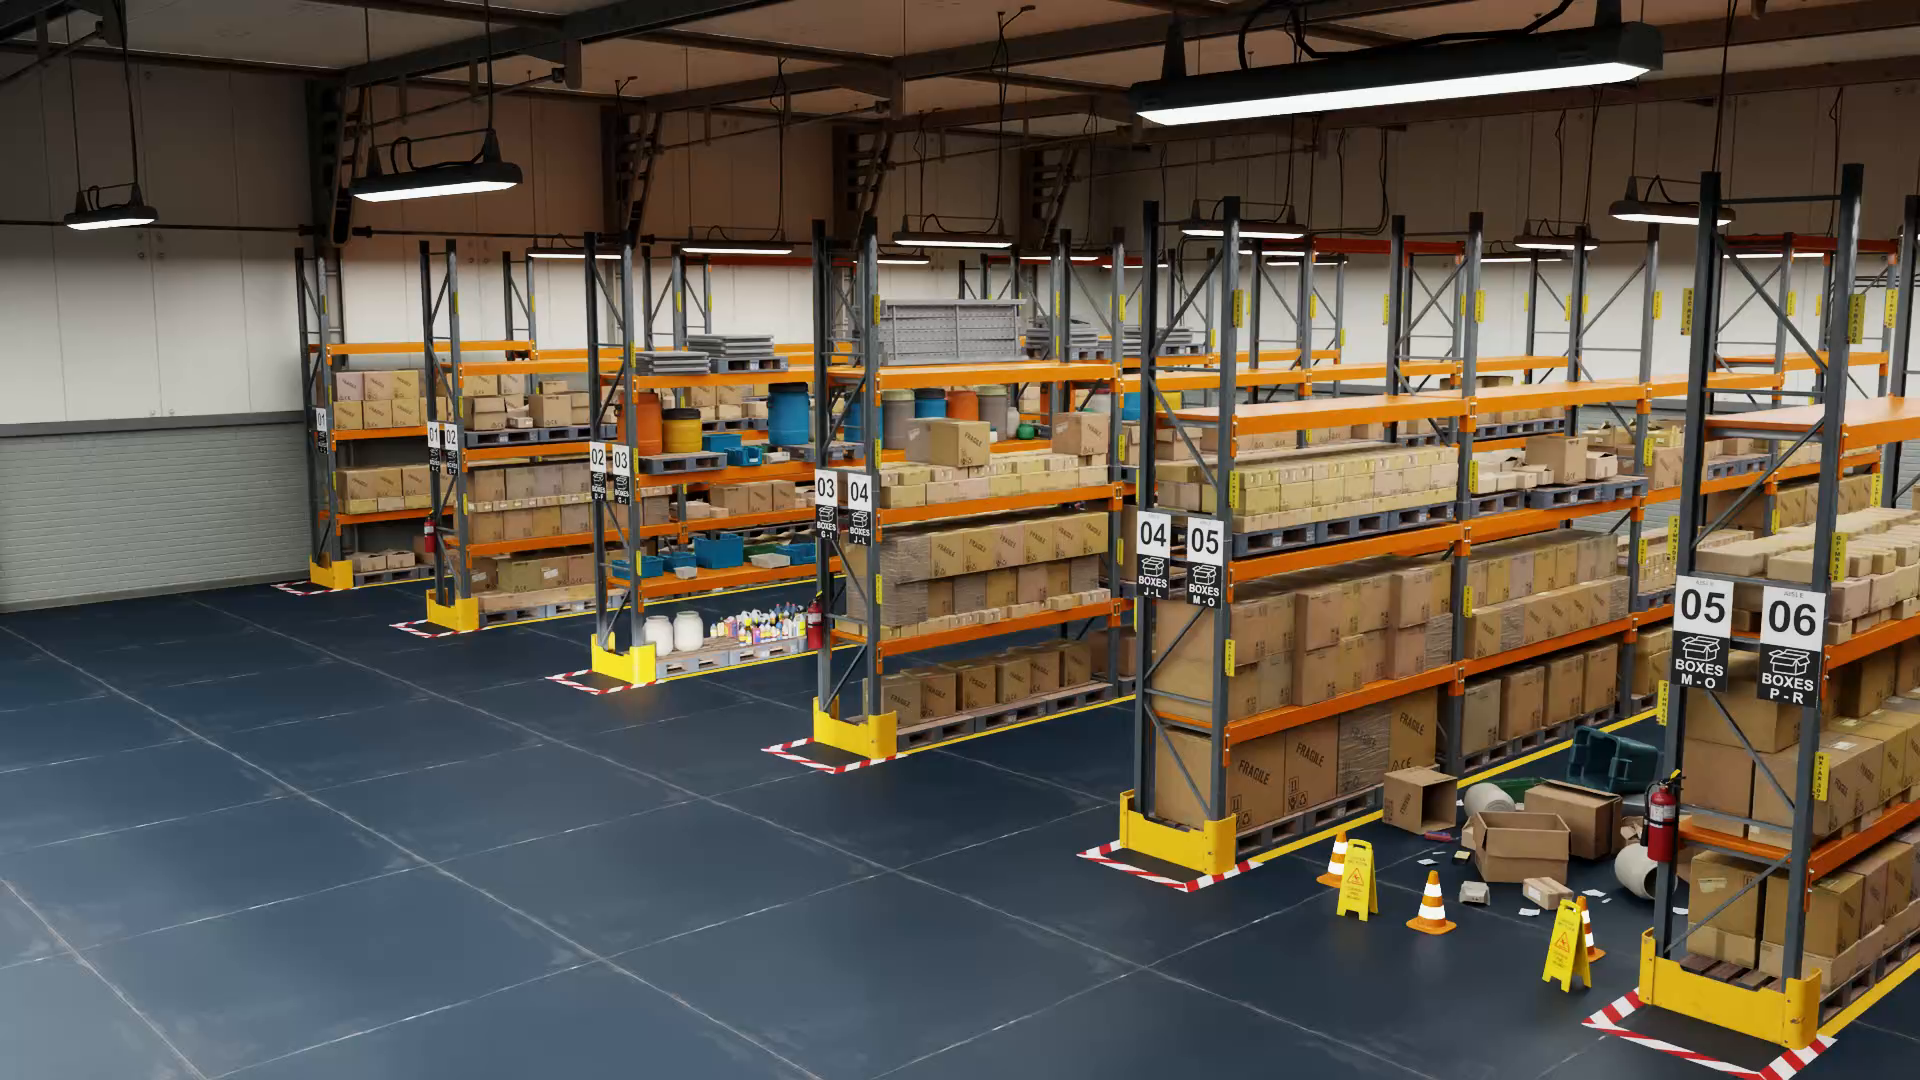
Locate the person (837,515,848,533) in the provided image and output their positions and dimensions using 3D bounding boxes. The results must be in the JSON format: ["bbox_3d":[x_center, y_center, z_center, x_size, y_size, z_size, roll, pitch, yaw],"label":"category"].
[{"bbox_3d":[-2.499,-0.855,35.570,0.460,1.708,0.351,-7,11,-39],"label":"person"}]
